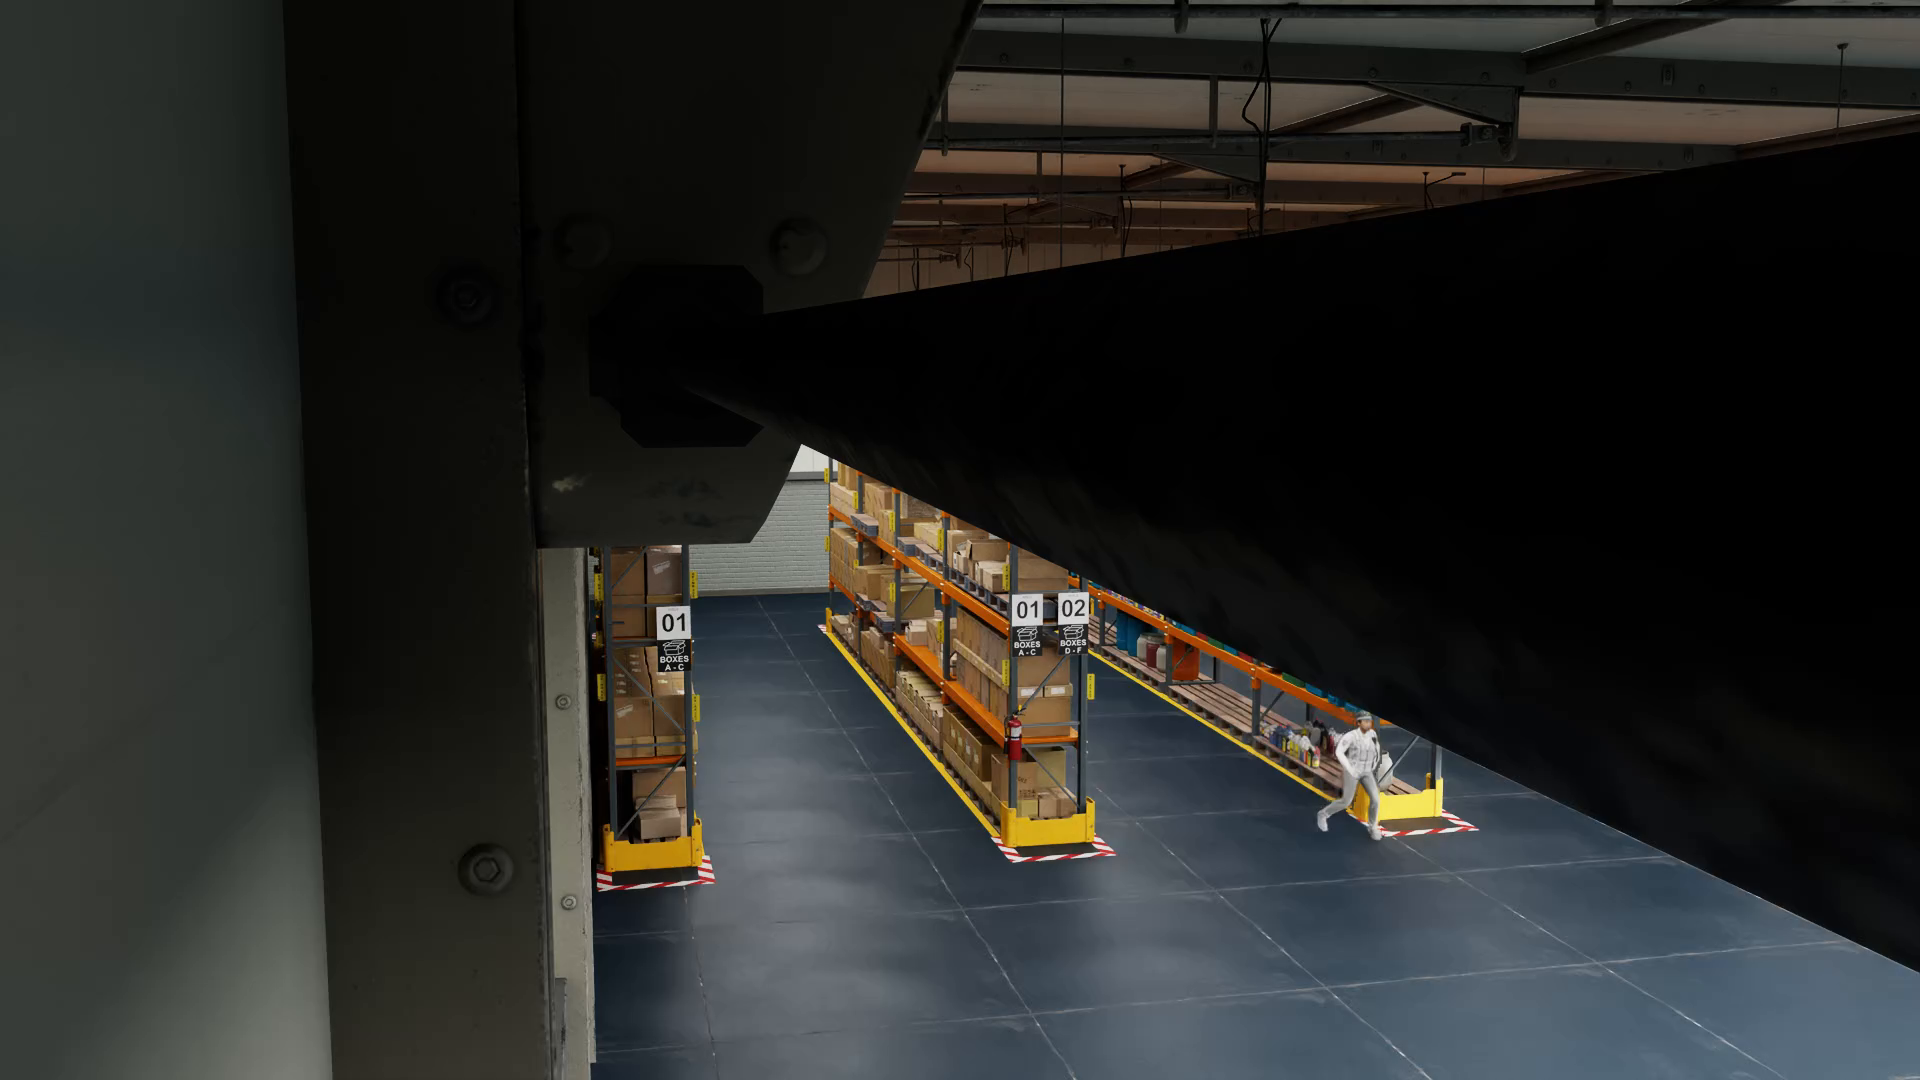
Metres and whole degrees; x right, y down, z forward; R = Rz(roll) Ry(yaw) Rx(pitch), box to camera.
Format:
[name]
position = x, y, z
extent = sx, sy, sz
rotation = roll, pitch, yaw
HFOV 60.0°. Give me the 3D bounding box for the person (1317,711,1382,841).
[person]
position = 5.078, 3.002, 21.362
extent = 0.831, 1.691, 0.684
rotation = -3, 8, -27
